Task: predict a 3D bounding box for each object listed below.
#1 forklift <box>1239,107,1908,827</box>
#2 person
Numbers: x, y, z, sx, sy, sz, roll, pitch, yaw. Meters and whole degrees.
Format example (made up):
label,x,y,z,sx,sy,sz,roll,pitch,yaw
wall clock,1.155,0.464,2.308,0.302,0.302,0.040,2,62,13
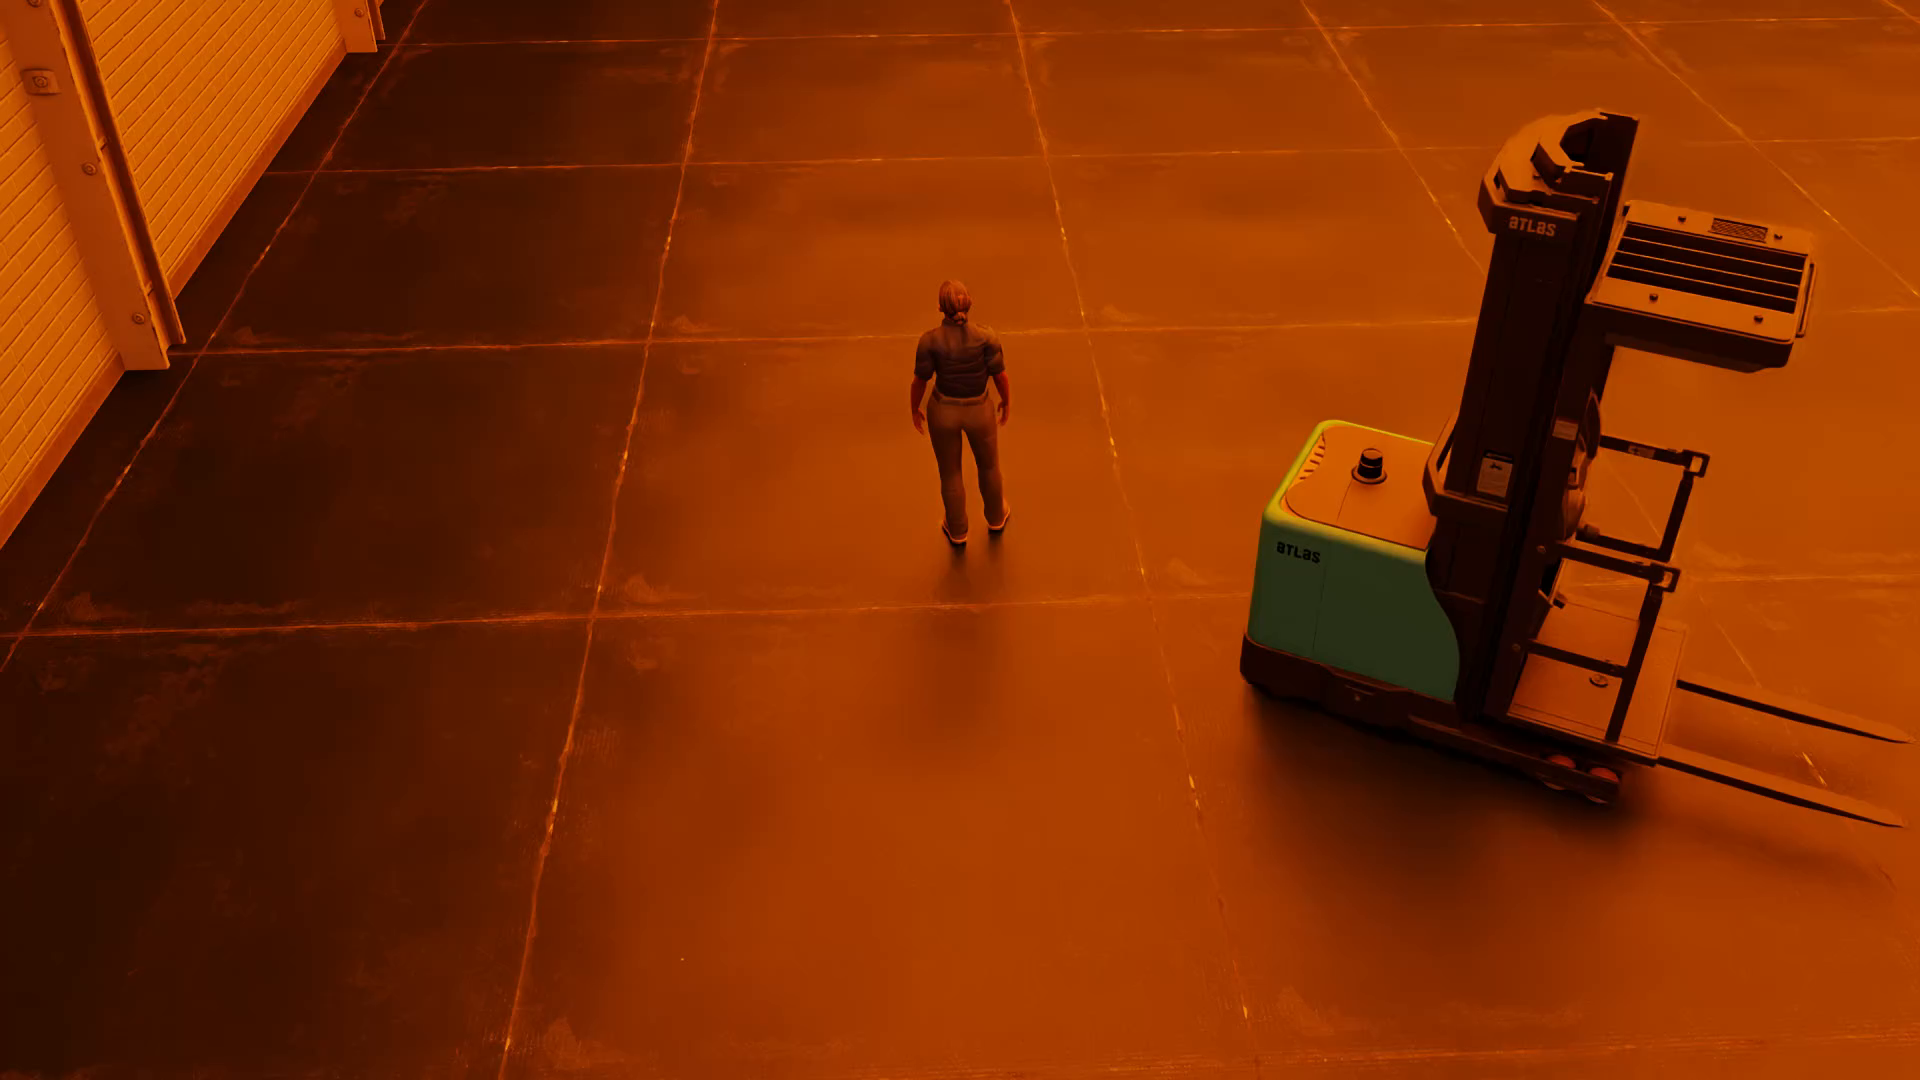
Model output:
label,x,y,z,sx,sy,sz,roll,pitch,yaw
forklift,2.975,-0.311,7.430,3.031,2.935,1.130,17,39,21
person,0.015,-0.727,9.073,0.570,1.656,0.503,-2,36,-2
